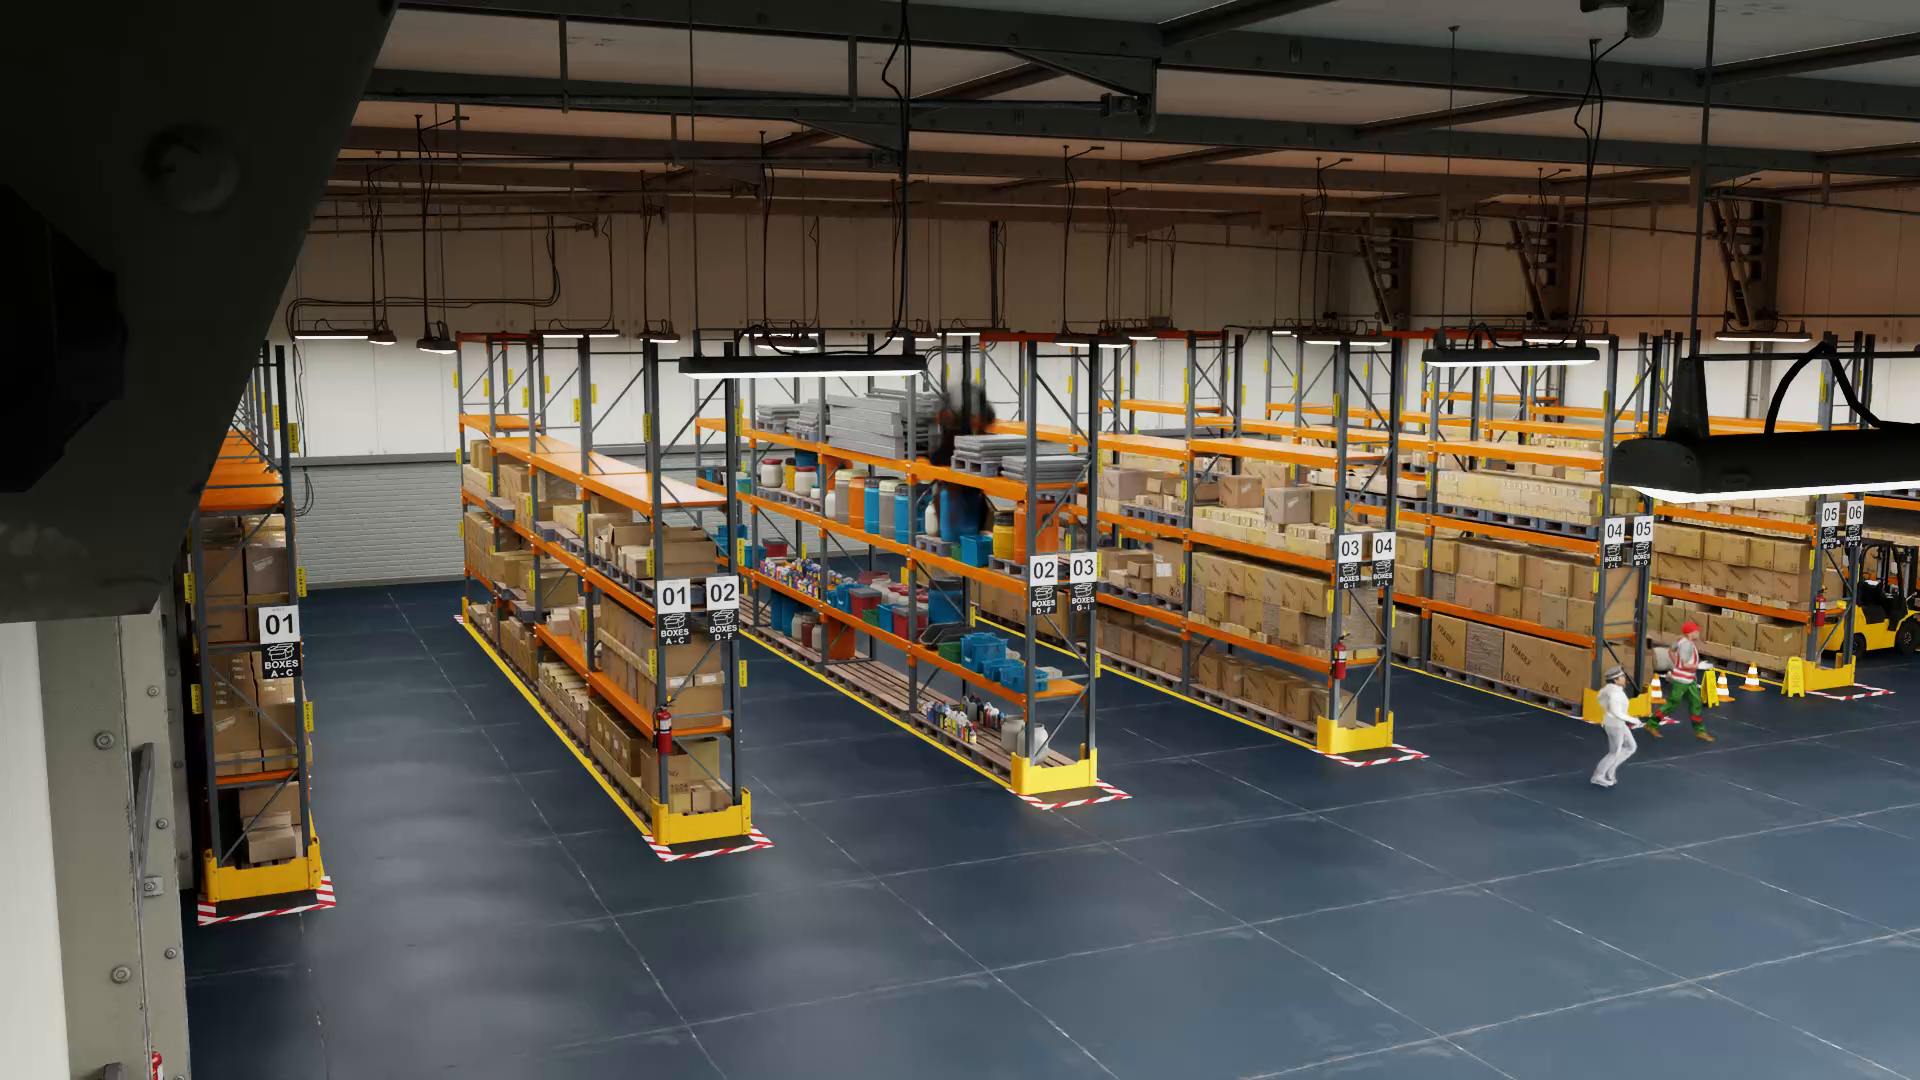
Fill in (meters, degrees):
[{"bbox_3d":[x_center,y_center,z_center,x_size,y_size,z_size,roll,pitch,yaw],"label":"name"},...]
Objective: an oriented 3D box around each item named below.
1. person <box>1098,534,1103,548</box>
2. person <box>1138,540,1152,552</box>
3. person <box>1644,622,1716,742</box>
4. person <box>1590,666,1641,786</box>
[{"bbox_3d":[2.954,0.369,38.215,0.675,1.705,0.863,-2,8,-14],"label":"person"},{"bbox_3d":[4.639,-0.144,41.673,0.793,1.766,0.721,6,10,39],"label":"person"},{"bbox_3d":[10.730,2.092,24.675,0.993,1.784,0.612,4,9,30],"label":"person"},{"bbox_3d":[8.847,2.496,22.403,0.593,1.655,0.628,2,8,15],"label":"person"}]
